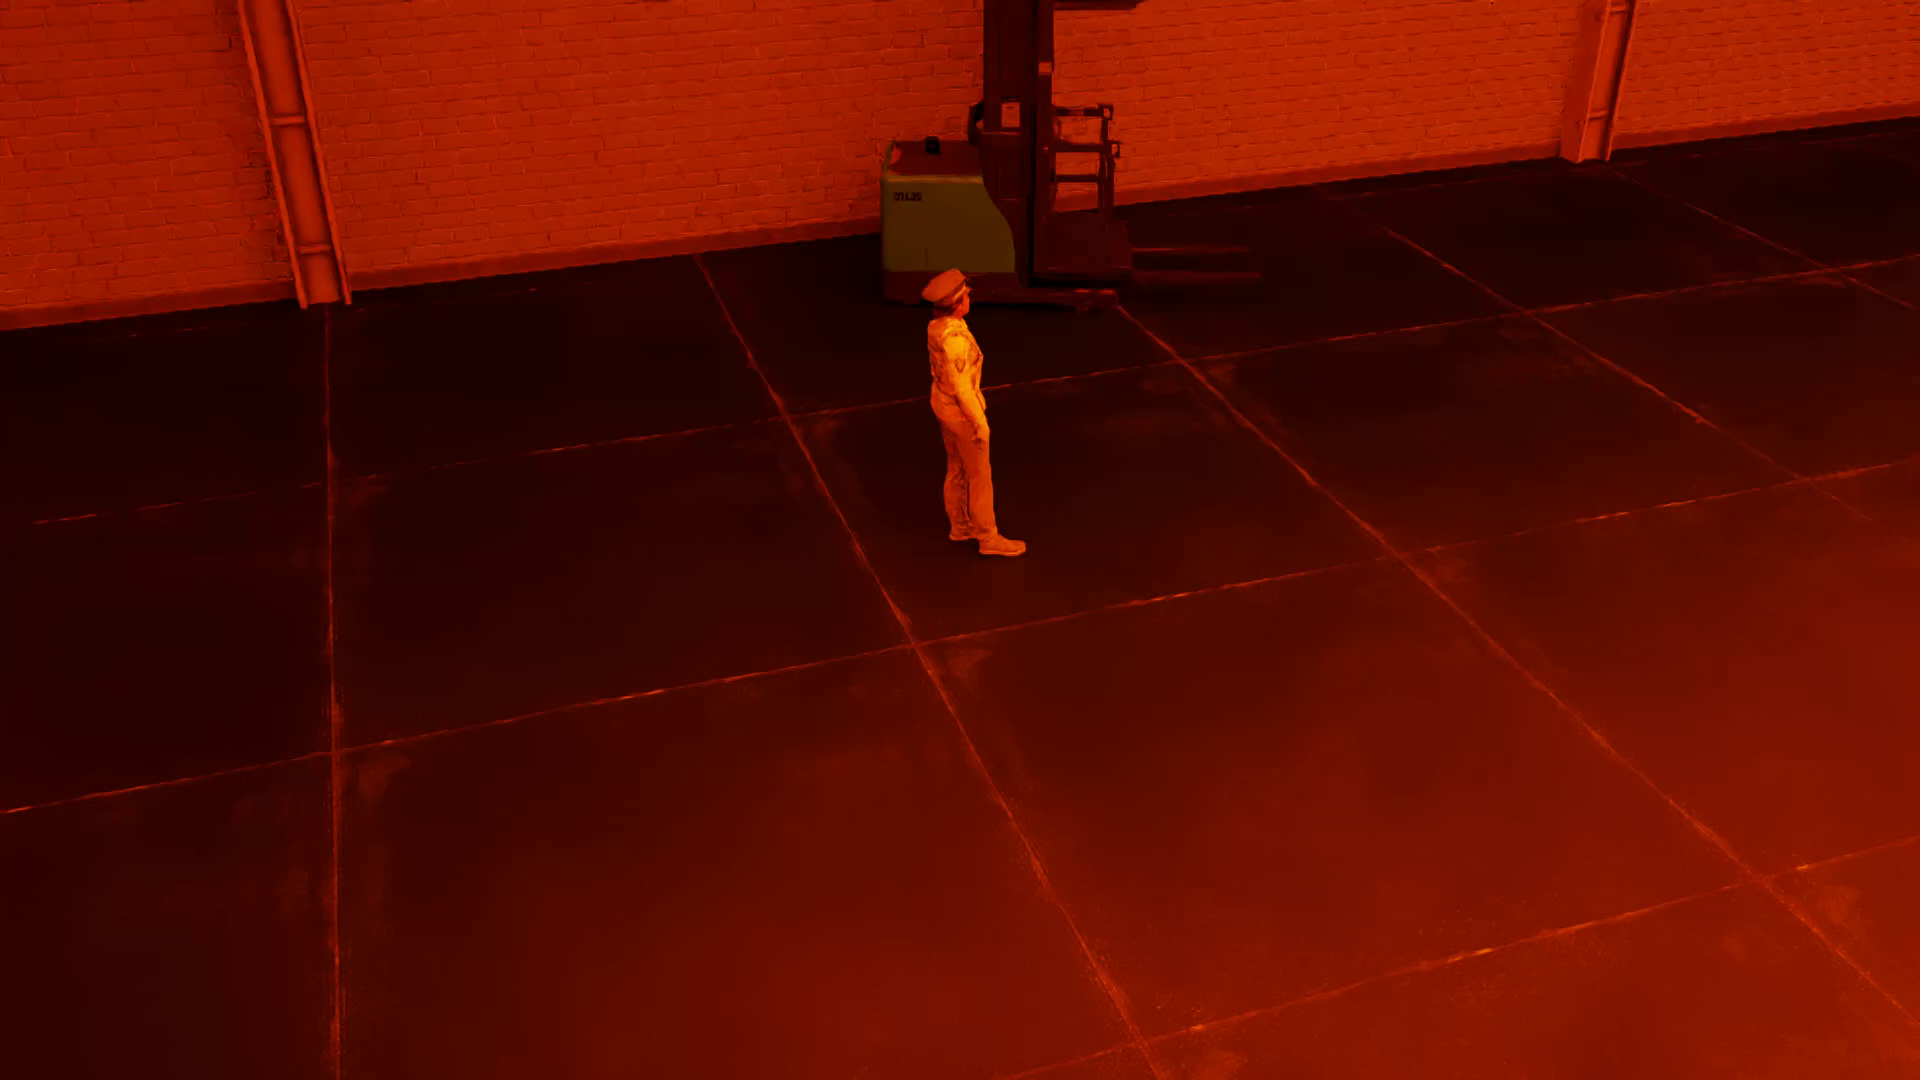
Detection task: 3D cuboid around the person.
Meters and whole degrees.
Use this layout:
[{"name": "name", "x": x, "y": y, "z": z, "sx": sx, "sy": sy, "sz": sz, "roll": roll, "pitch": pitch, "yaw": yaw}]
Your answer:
[{"name": "person", "x": 0.066, "y": -0.749, "z": 9.613, "sx": 0.533, "sy": 1.695, "sz": 0.586, "roll": -10, "pitch": 31, "yaw": -16}]

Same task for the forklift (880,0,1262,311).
[{"name": "forklift", "x": 0.895, "y": -3.356, "z": 12.919, "sx": 3.031, "sy": 2.935, "sz": 1.130, "roll": 1, "pitch": 30, "yaw": 1}]
